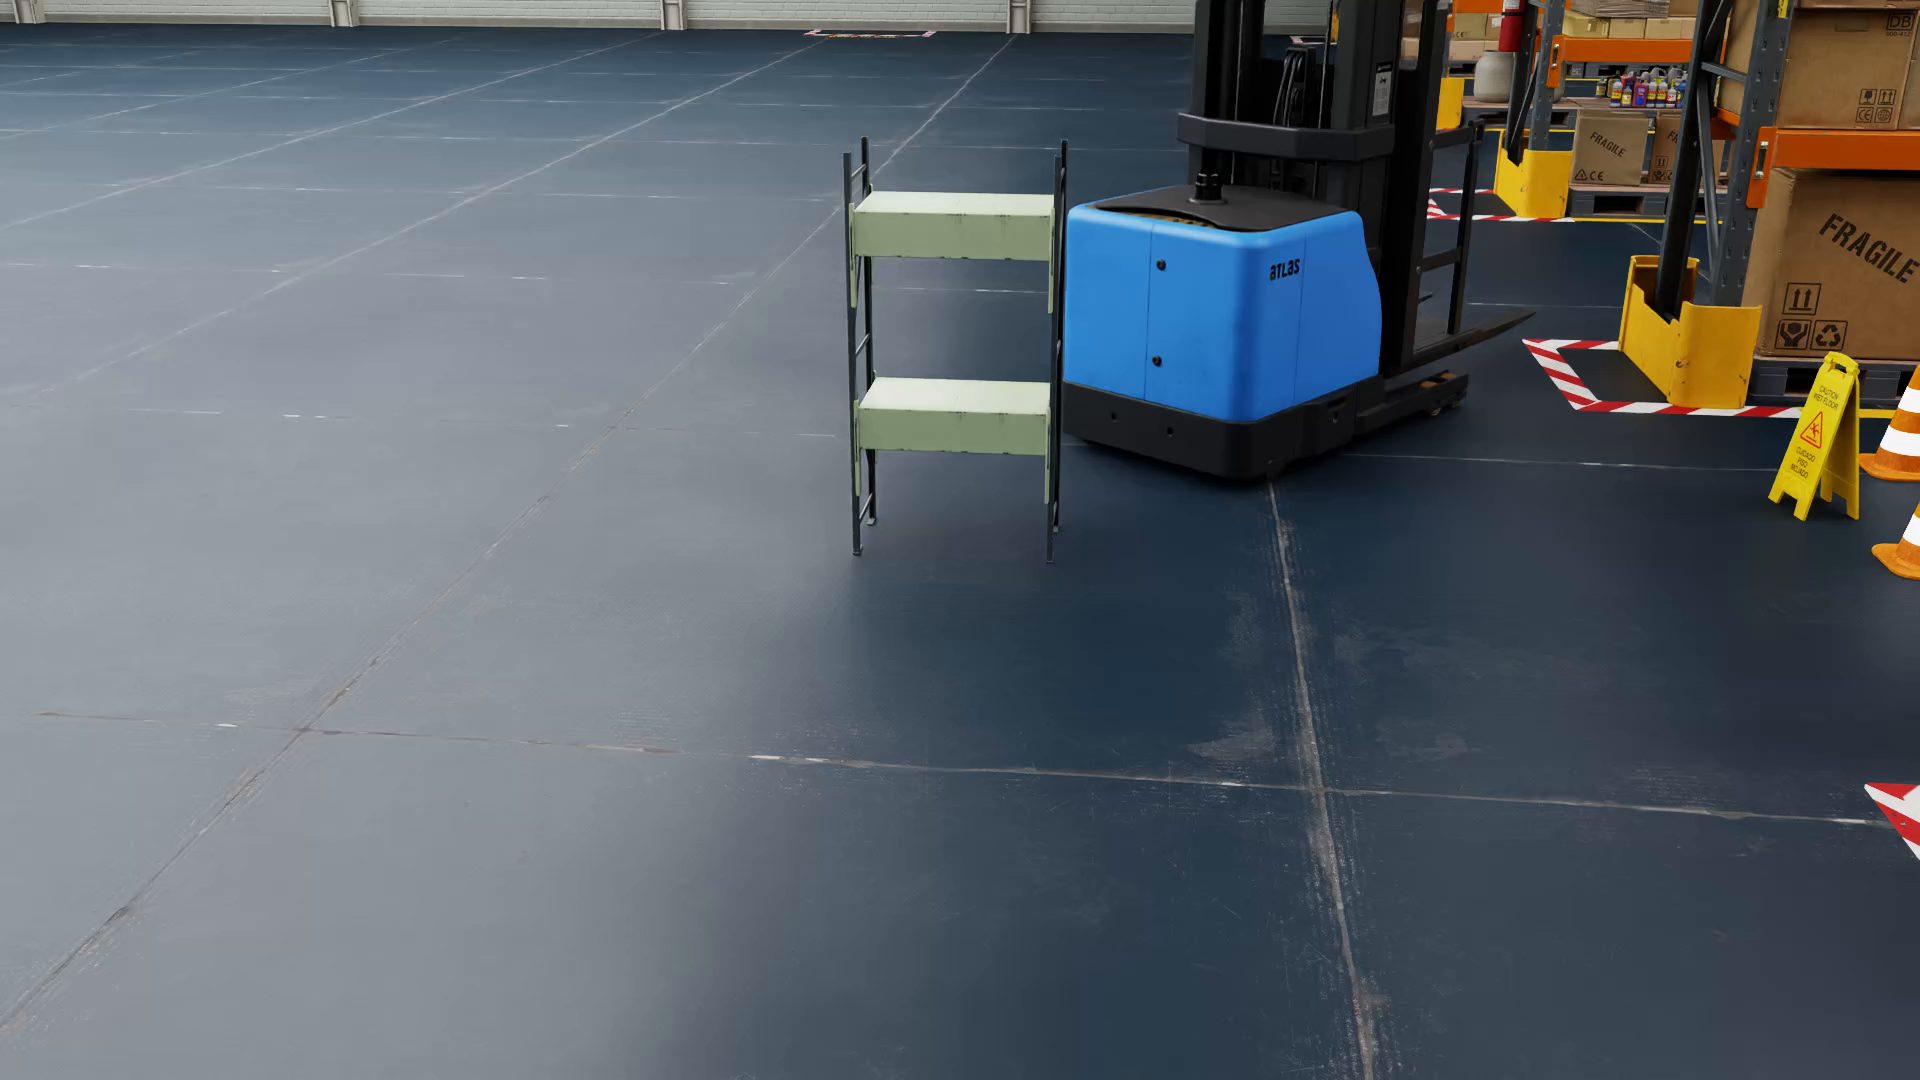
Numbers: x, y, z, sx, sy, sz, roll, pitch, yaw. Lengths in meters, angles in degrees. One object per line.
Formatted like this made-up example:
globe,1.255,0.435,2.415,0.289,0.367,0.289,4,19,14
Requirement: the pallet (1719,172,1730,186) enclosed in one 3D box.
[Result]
pallet,6.498,-2.647,12.849,1.213,0.211,1.003,2,22,6

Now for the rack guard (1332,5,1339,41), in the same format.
rack guard,6.236,-8.309,26.776,0.348,0.500,1.175,2,22,6

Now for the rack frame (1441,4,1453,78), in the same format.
rack frame,4.994,-5.857,17.176,0.127,3.000,1.000,2,22,6

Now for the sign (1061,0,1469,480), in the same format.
sign,1.422,-1.866,7.317,2.025,2.768,2.177,2,22,6

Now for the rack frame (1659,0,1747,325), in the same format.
rack frame,3.728,-2.244,8.035,0.053,2.616,0.949,2,22,6

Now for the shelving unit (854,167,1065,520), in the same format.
shelving unit,-0.001,-0.698,6.164,0.731,1.308,0.431,2,22,6

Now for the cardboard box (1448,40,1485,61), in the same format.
cardboard box,6.584,-6.458,21.863,0.500,0.250,0.500,2,22,6

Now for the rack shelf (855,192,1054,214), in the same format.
rack shelf,-0.007,-1.152,5.985,0.686,0.124,0.368,2,22,6

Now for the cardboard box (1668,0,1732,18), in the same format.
cardboard box,5.465,-4.222,12.499,0.500,0.500,0.875,2,22,6

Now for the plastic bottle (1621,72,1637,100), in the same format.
plastic bottle,7.105,-4.820,17.647,0.133,0.283,0.061,2,22,6

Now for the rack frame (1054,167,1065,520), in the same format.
rack frame,0.357,-0.681,6.124,0.010,1.308,0.380,2,22,6

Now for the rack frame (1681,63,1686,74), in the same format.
rack frame,9.553,-7.493,21.312,0.127,3.000,1.000,2,22,6

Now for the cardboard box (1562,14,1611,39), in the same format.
cardboard box,4.666,-3.833,12.397,0.250,0.149,0.380,2,22,6

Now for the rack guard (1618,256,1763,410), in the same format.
rack guard,3.703,-1.081,8.495,0.348,0.500,1.175,2,22,6

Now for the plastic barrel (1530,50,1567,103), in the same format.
plastic barrel,6.155,-4.874,17.500,0.421,0.512,0.421,0,22,0

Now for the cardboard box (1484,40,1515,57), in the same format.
cardboard box,7.081,-6.436,21.808,0.500,0.250,0.500,2,22,6

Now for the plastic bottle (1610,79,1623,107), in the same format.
plastic bottle,6.758,-4.601,17.110,0.097,0.271,0.097,0,22,0

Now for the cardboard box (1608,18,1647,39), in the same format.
cardboard box,4.912,-3.815,12.352,0.250,0.149,0.380,2,22,6

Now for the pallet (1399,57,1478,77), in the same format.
pallet,6.345,-6.351,22.218,1.213,0.211,1.003,2,22,6

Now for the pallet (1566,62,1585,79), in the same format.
pallet,7.553,-6.298,22.082,1.213,0.211,1.003,2,22,6

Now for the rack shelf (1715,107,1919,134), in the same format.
rack shelf,5.713,-1.946,7.897,3.809,0.052,0.919,2,22,6

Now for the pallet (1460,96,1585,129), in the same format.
pallet,5.881,-4.537,17.630,1.213,0.211,1.003,2,22,6

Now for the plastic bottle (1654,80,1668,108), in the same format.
plastic bottle,7.198,-4.582,17.062,0.097,0.271,0.097,0,22,0

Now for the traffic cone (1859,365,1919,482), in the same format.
traffic cone,4.088,-0.521,7.129,0.334,0.463,0.336,2,22,6

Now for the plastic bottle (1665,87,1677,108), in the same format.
plastic bottle,7.296,-4.545,17.064,0.097,0.201,0.097,0,22,0

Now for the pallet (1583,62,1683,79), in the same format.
pallet,8.768,-6.246,21.951,1.213,0.211,1.003,2,22,6

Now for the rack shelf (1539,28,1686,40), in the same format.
rack shelf,6.397,-3.752,12.466,3.809,0.052,0.919,2,22,6

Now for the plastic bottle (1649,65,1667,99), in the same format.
plastic bottle,7.419,-4.878,17.703,0.185,0.351,0.144,3,22,9

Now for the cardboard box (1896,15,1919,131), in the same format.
cardboard box,4.650,-2.297,7.966,0.550,0.550,0.875,2,22,6

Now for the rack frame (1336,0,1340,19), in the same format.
rack frame,5.579,-8.976,21.245,0.127,5.808,10.885,2,22,6

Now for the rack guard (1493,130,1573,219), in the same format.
rack guard,4.487,-2.883,13.053,0.348,0.500,1.175,2,22,6

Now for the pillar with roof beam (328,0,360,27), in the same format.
pillar with roof beam,-11.424,-11.757,23.939,0.400,9.000,9.100,2,22,6

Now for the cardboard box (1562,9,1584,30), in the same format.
cardboard box,4.719,-3.995,12.807,0.250,0.149,0.380,2,22,6

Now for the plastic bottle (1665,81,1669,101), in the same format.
plastic bottle,7.449,-4.763,17.615,0.097,0.201,0.097,0,22,0

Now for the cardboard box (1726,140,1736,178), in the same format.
cardboard box,6.247,-3.001,12.781,0.500,0.500,0.500,5,22,11

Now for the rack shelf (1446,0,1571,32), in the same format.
rack shelf,6.980,-5.436,17.089,4.000,0.370,1.077,2,22,6

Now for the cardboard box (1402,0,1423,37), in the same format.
cardboard box,6.148,-7.017,22.256,0.500,0.500,0.500,2,22,6

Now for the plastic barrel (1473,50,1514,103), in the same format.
plastic barrel,5.657,-4.895,17.555,0.421,0.512,0.421,0,22,0

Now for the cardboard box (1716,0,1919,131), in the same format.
cardboard box,4.101,-2.313,8.006,0.550,0.550,0.875,2,22,6

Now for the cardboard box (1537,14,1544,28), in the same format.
cardboard box,7.577,-6.761,21.610,0.500,0.500,0.500,2,22,6

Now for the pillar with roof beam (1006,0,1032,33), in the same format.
pillar with roof beam,0.492,-11.238,22.625,0.400,9.000,9.100,2,22,6

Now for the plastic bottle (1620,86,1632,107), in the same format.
plastic bottle,6.861,-4.564,17.112,0.097,0.201,0.097,0,22,0

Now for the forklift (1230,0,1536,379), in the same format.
forklift,1.824,-2.069,7.685,1.121,2.935,3.031,19,29,40

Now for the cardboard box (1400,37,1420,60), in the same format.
cardboard box,6.087,-6.478,21.914,0.500,0.250,0.500,2,22,6

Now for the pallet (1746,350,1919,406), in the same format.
pallet,4.531,-0.940,8.530,1.213,0.211,1.003,2,22,6

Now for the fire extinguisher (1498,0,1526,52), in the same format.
fire extinguisher,4.352,-4.186,13.054,0.183,0.674,0.296,2,22,6

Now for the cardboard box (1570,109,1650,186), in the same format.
cardboard box,5.029,-3.049,12.900,0.500,0.500,0.500,7,23,16

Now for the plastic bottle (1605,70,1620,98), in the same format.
plastic bottle,6.988,-4.881,17.802,0.133,0.283,0.061,3,22,8

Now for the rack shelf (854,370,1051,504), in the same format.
rack shelf,-0.007,-0.395,6.285,0.720,0.370,0.431,2,22,6

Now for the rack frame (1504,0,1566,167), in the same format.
rack frame,4.411,-4.049,12.602,0.127,3.000,1.000,2,22,6

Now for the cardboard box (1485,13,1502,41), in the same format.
cardboard box,7.082,-6.789,21.680,0.500,0.500,0.500,2,22,6

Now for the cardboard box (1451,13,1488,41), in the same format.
cardboard box,9.523,-6.671,21.382,6.424,0.500,0.536,2,22,6

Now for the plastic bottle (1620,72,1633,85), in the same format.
plastic bottle,7.117,-4.855,17.747,0.135,0.276,0.152,3,22,7
